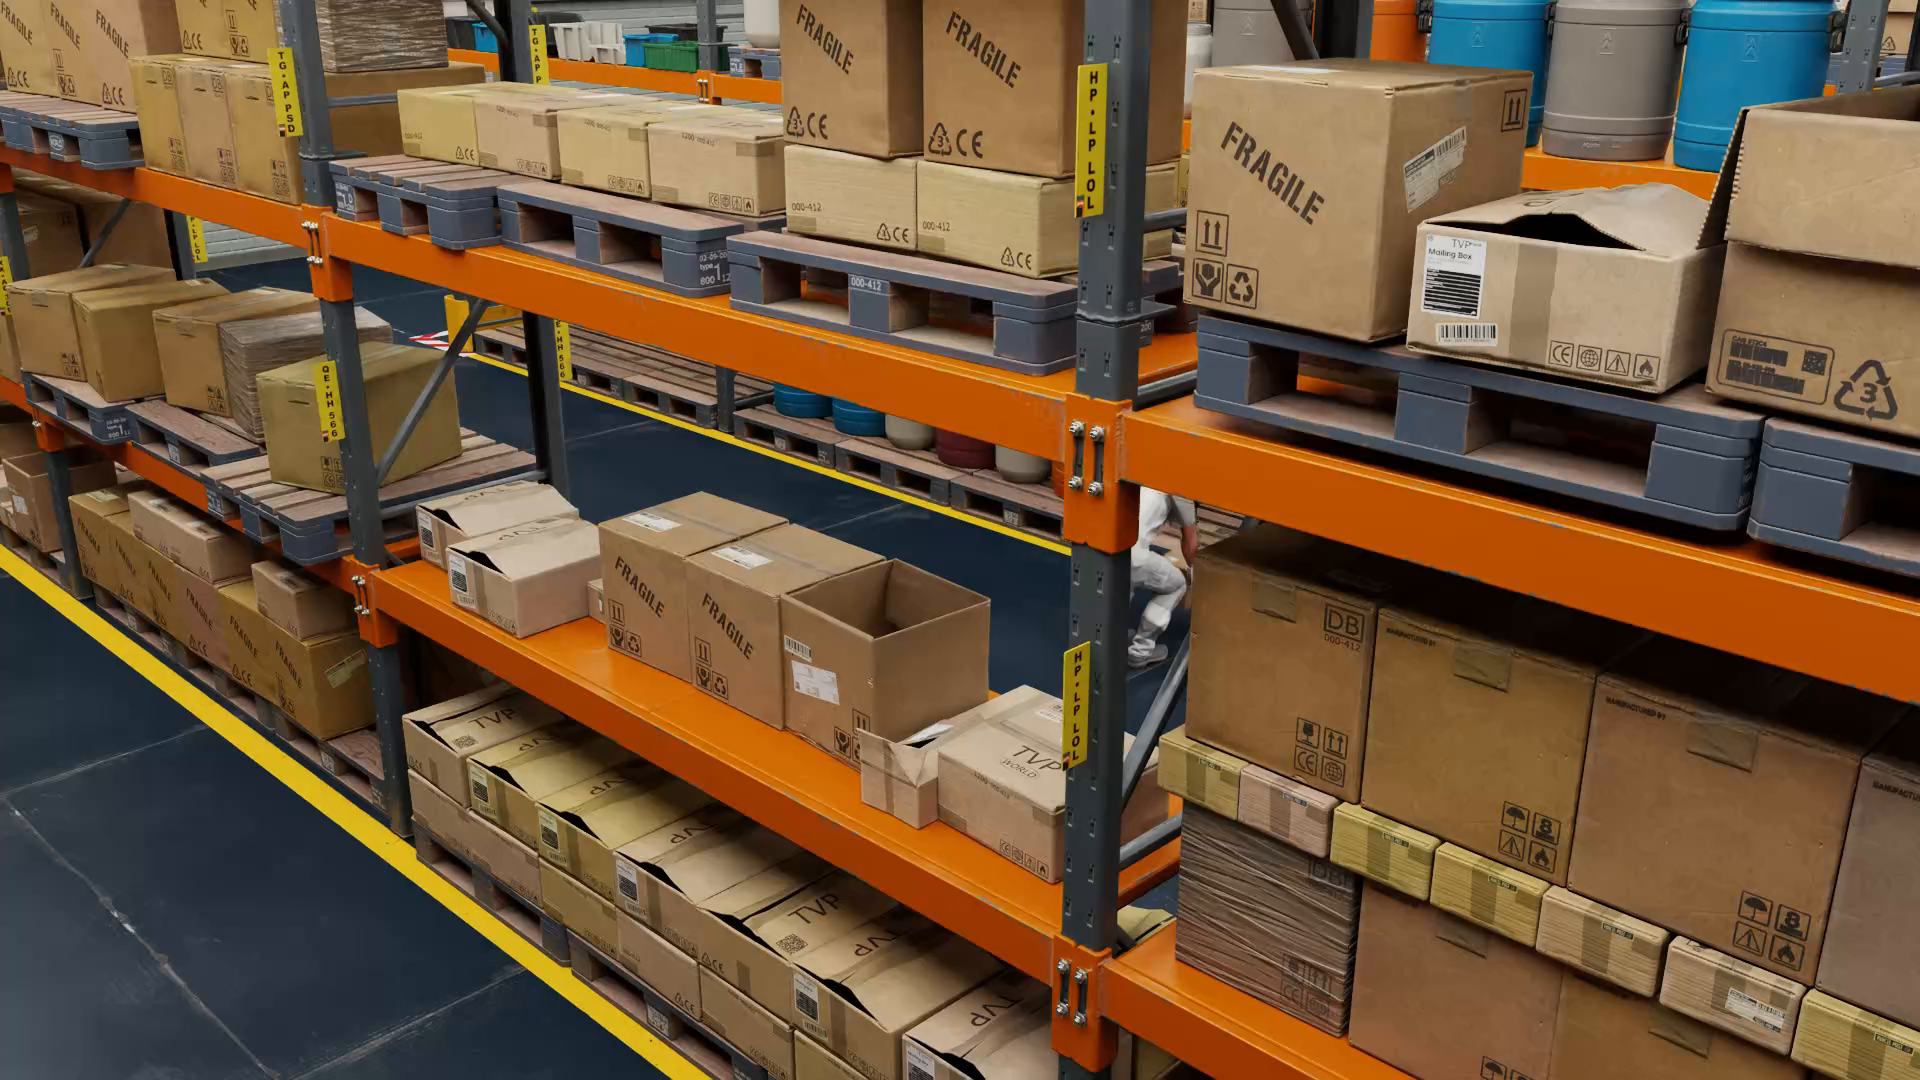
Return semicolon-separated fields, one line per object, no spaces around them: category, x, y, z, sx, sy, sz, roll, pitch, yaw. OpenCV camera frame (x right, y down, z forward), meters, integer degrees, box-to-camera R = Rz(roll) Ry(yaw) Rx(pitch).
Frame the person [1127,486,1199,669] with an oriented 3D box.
person;0.982;0.037;9.235;0.585;1.239;0.833;19;27;41
